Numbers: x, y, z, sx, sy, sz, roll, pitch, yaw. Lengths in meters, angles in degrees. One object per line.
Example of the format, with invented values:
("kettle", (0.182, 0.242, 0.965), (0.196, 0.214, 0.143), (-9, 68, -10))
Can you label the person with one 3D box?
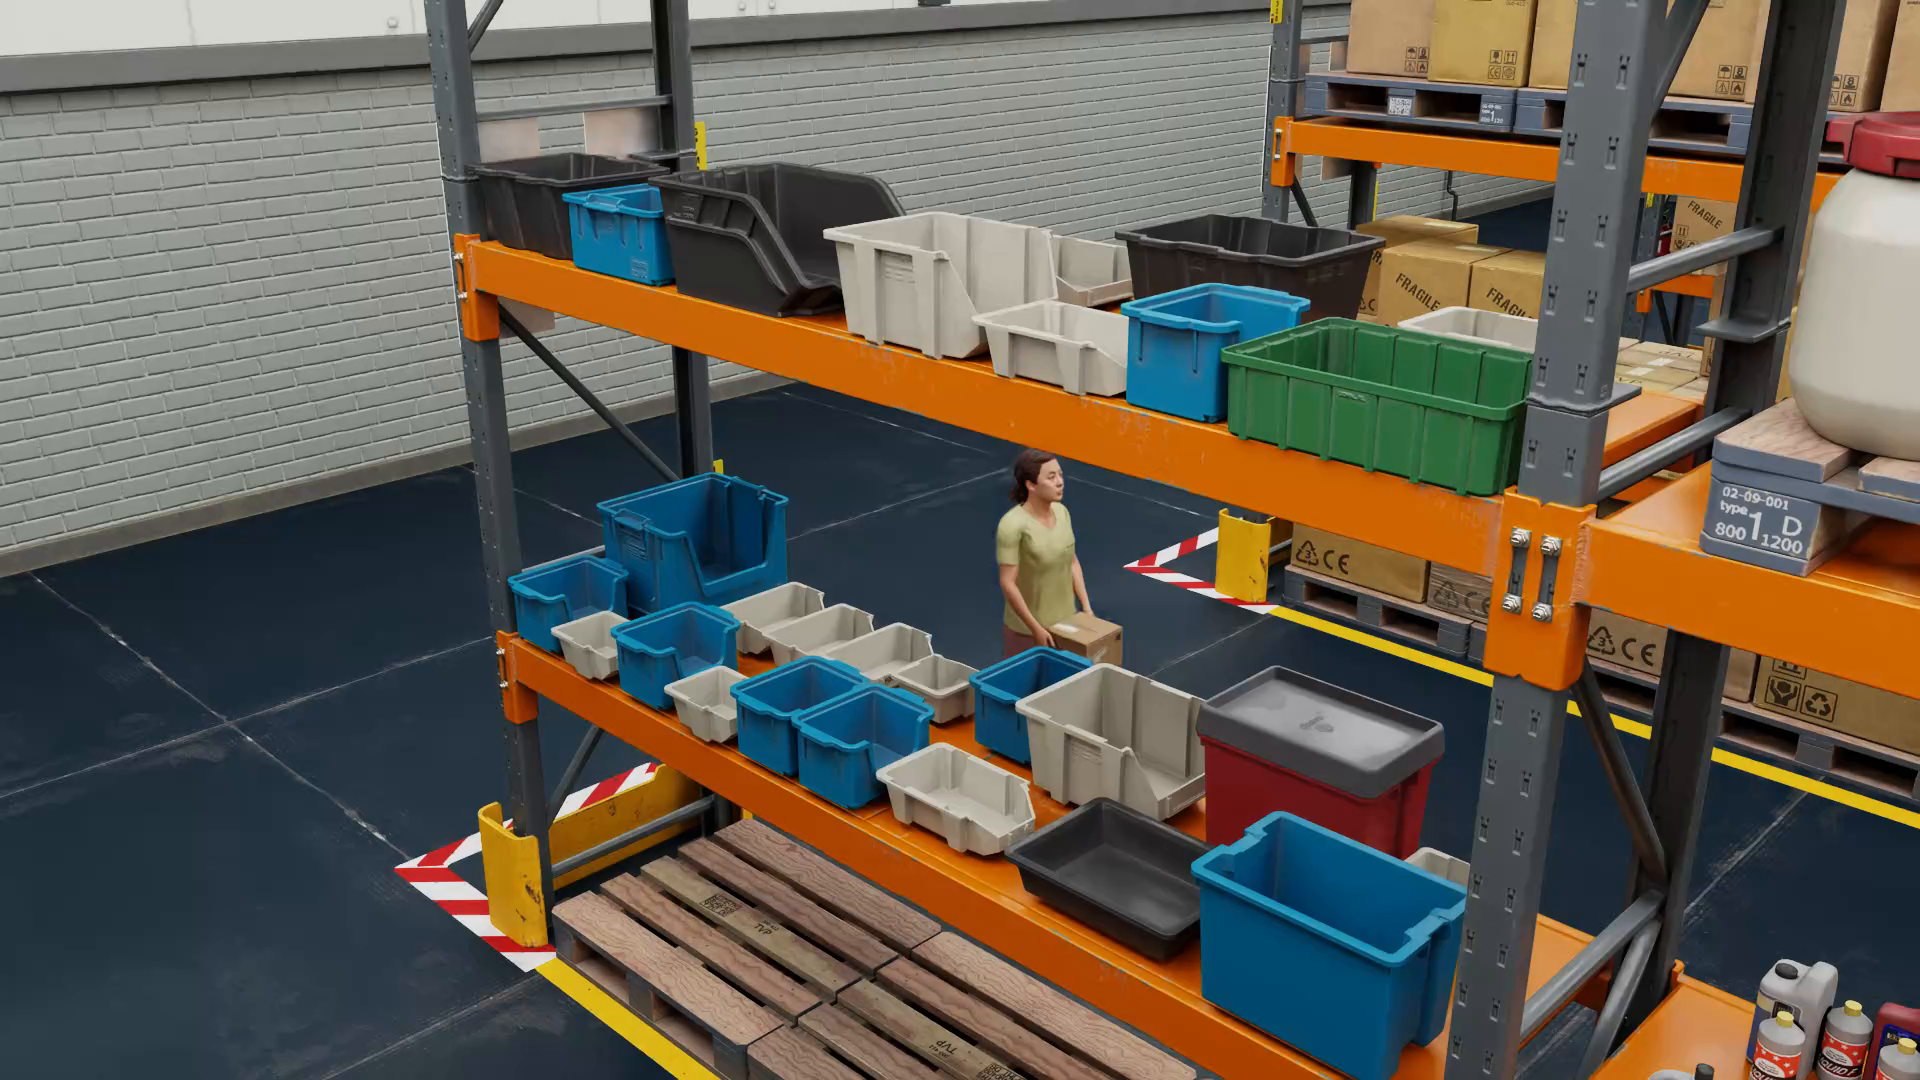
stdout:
("person", (0.379, 0.397, 7.524), (0.416, 1.676, 0.509), (19, 28, 41))
